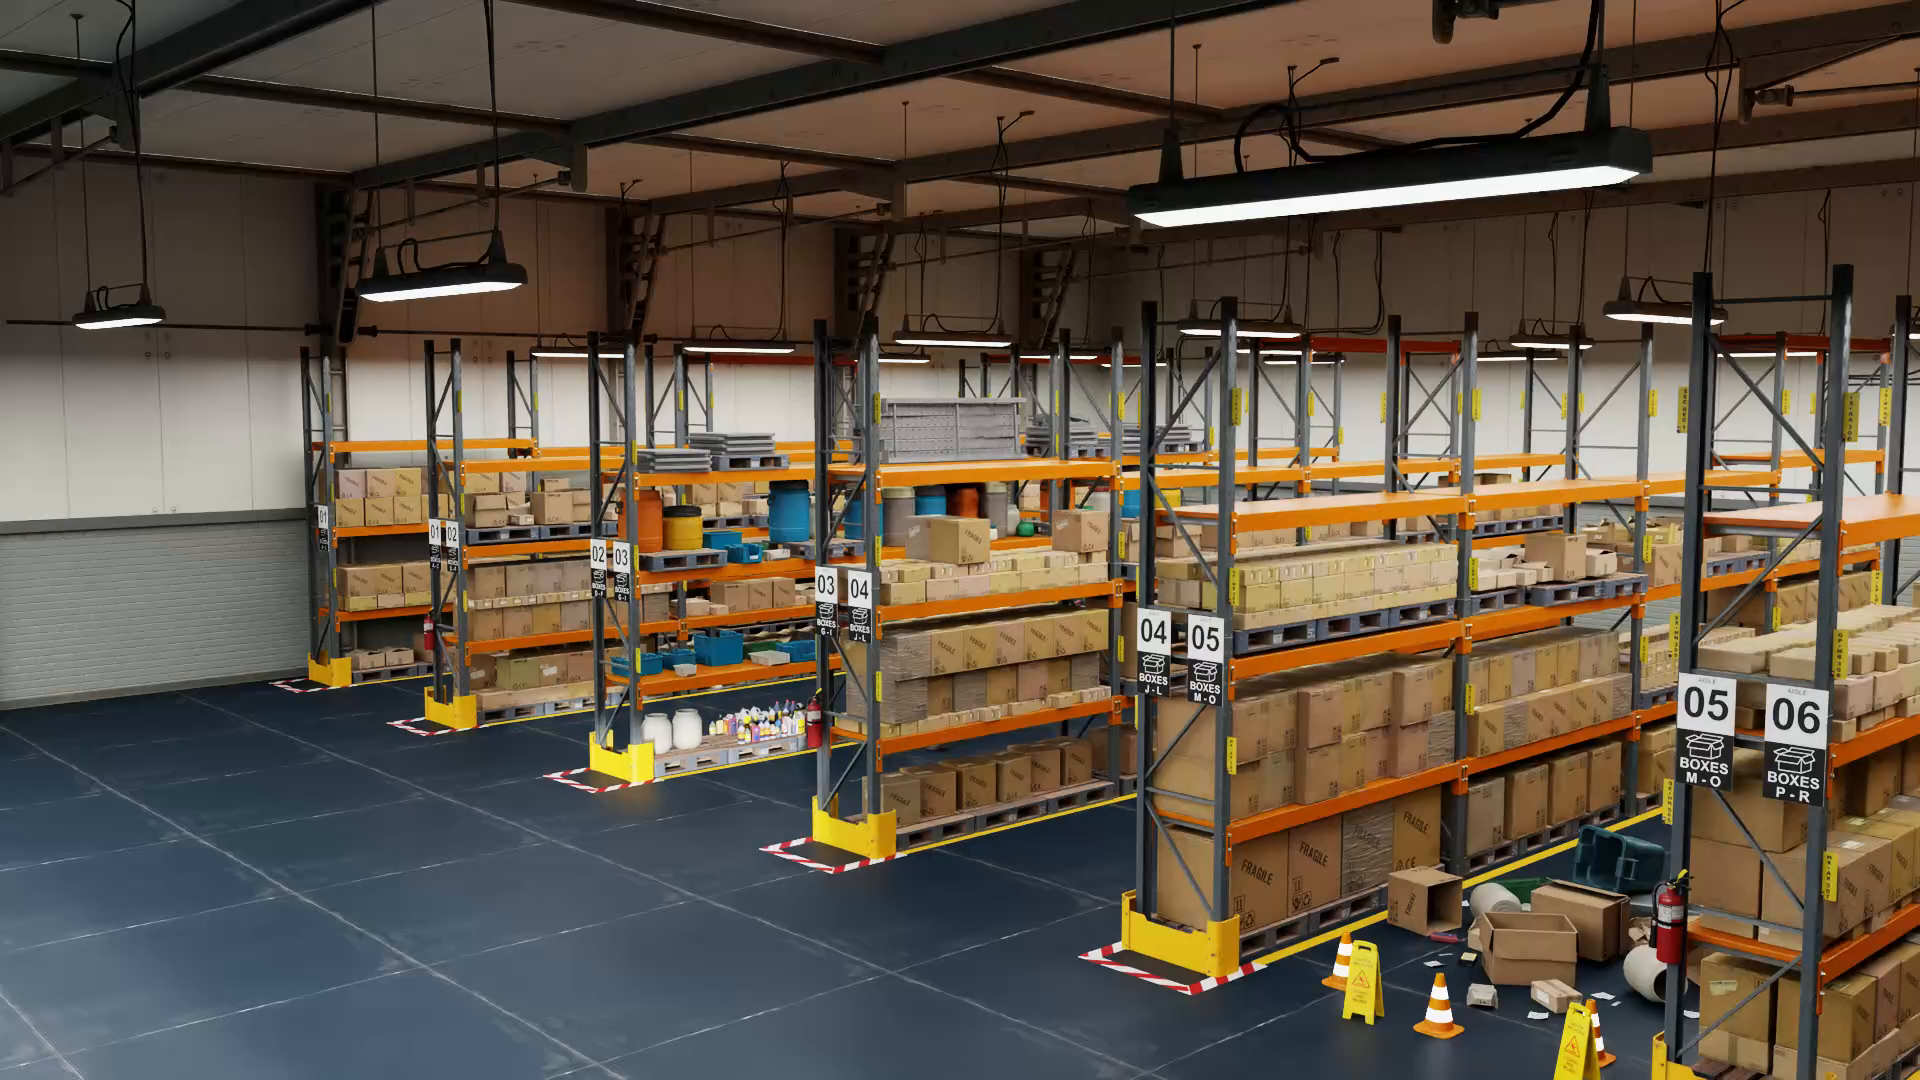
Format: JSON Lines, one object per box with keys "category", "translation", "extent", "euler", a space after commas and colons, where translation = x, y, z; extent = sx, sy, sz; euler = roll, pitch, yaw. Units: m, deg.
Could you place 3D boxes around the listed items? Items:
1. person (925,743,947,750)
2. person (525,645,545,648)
{"category": "person", "translation": [-0.447, 2.201, 23.942], "extent": [0.694, 1.686, 0.698], "euler": [-5, 7, -43]}
{"category": "person", "translation": [-7.383, 1.809, 29.021], "extent": [0.580, 1.628, 0.525], "euler": [5, 7, 43]}
